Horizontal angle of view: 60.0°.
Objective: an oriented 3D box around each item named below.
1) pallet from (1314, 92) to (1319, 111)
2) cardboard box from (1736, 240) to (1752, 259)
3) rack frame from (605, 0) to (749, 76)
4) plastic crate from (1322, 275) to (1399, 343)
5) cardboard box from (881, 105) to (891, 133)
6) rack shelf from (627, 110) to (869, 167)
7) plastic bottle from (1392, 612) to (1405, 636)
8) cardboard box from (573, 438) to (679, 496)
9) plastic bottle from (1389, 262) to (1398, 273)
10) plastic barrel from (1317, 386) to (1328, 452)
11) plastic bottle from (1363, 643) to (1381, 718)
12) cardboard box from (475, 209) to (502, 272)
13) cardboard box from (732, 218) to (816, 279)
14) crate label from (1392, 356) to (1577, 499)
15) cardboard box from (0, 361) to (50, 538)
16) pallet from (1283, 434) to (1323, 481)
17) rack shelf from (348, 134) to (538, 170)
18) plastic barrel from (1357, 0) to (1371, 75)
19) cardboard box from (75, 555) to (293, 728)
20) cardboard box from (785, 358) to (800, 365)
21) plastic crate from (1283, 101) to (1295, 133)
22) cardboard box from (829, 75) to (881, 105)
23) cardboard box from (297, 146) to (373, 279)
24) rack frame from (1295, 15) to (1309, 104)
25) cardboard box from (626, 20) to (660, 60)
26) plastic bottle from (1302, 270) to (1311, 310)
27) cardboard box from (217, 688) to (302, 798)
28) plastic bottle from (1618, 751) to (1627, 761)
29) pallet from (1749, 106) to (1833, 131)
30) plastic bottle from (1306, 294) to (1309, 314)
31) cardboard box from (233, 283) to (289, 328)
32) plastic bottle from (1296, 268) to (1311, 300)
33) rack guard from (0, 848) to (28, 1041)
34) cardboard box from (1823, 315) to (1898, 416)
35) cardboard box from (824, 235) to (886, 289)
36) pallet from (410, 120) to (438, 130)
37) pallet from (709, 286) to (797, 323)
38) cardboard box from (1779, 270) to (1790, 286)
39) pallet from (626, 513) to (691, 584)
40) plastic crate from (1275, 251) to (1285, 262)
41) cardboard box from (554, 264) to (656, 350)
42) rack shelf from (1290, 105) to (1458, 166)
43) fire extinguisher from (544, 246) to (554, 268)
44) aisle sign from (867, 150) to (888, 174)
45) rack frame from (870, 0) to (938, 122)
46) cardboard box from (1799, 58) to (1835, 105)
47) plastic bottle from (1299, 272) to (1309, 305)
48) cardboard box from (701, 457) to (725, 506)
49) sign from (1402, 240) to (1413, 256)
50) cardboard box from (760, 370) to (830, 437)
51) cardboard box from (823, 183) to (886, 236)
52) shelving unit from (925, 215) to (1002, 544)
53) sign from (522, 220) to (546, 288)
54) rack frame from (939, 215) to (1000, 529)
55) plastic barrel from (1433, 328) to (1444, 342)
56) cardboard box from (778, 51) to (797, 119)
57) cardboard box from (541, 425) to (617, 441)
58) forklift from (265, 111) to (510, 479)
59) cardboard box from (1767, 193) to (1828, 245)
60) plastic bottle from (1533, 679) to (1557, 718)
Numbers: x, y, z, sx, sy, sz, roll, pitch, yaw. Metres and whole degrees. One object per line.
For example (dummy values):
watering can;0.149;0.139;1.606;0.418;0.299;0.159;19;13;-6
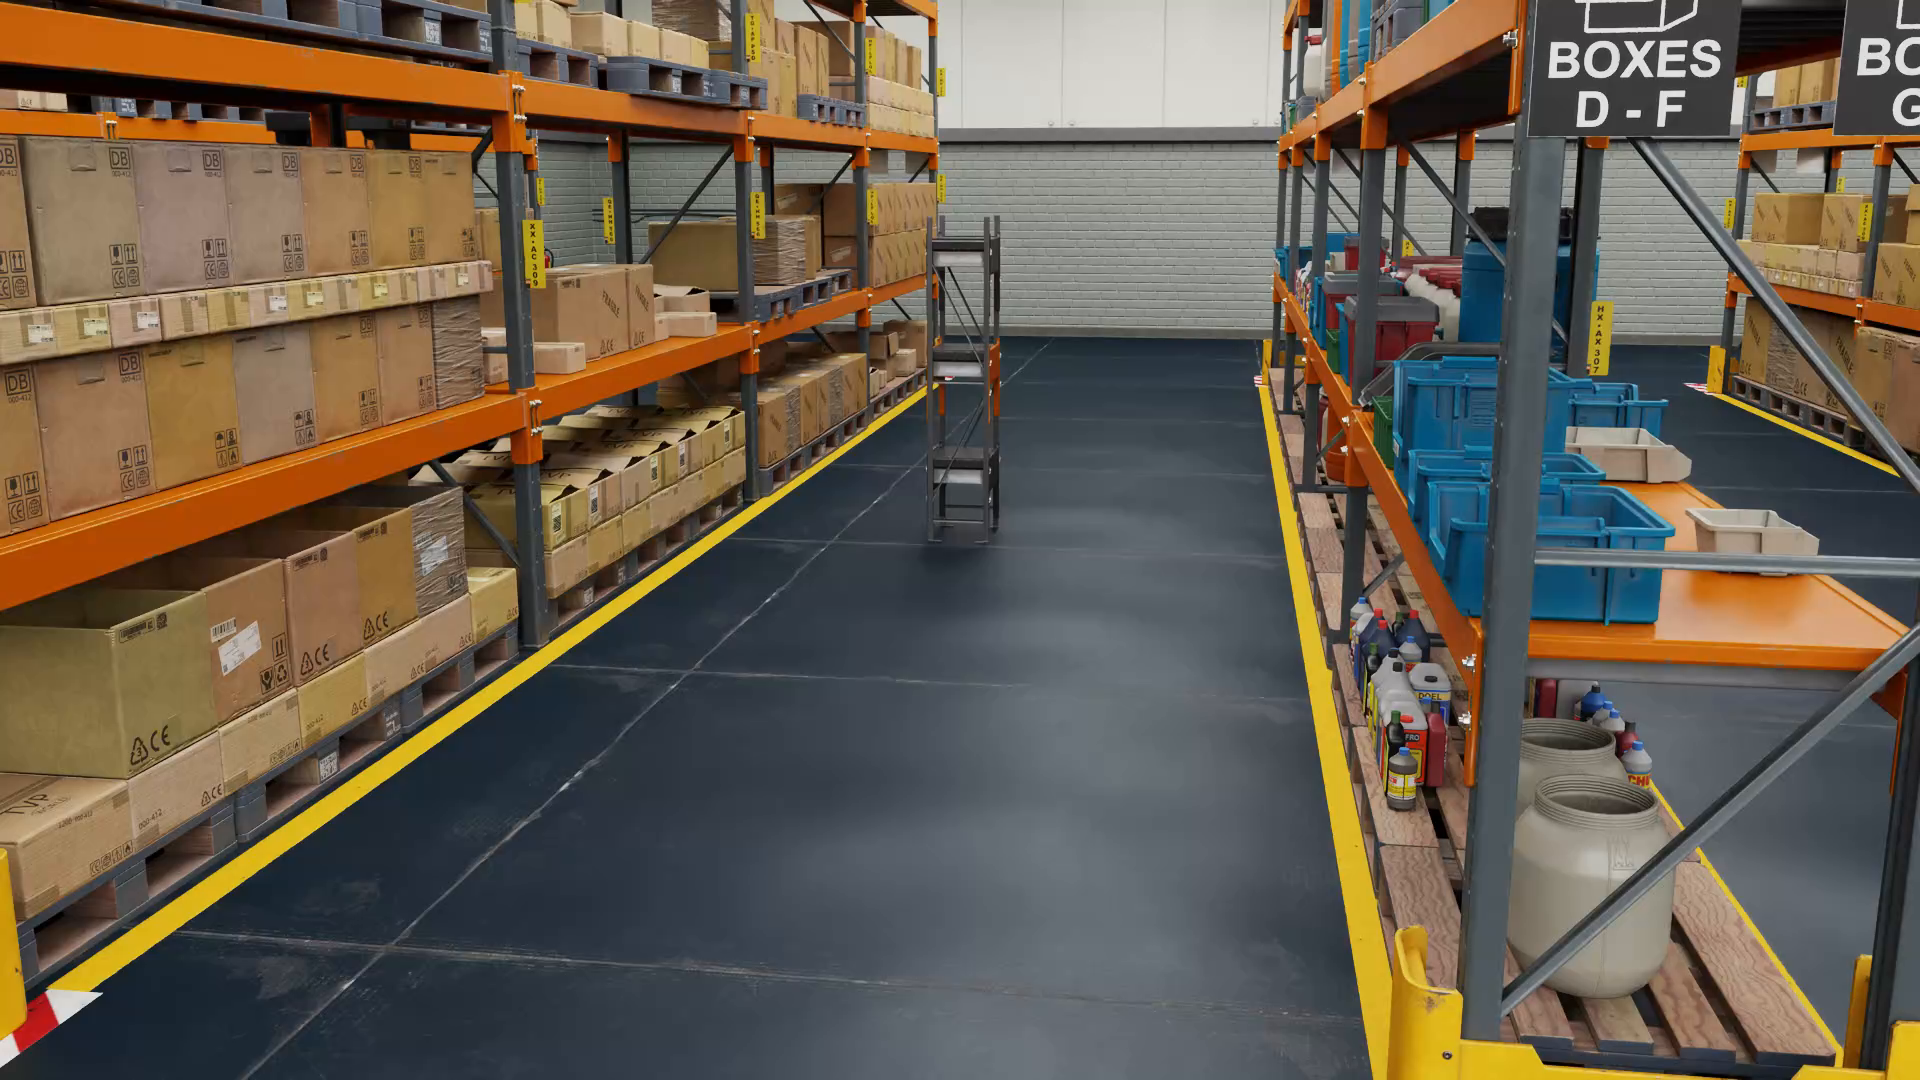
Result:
pallet;3.320;-3.414;13.044;1.003;0.211;1.213;2;12;9
cardboard box;8.684;-3.096;17.888;0.500;0.250;0.500;2;12;7
rack frame;-1.994;-4.704;11.460;1.000;3.000;0.127;2;12;9
plastic crate;2.349;-1.315;9.822;0.402;0.464;0.583;2;12;9
cardboard box;-0.979;-4.194;16.571;0.500;0.250;0.500;2;12;9
rack shelf;-1.686;-3.302;13.784;1.077;0.370;4.000;2;12;9
plastic bottle;1.885;0.459;7.146;0.061;0.283;0.133;2;12;9
cardboard box;-2.064;-0.472;10.262;0.500;0.311;0.500;2;12;10
plastic bottle;3.669;-2.178;14.097;0.144;0.351;0.185;2;12;9
plastic barrel;3.132;-0.974;13.120;0.600;0.588;0.708;2;12;9
plastic bottle;1.655;0.562;6.667;0.061;0.283;0.133;2;12;11
cardboard box;-5.828;-3.485;19.331;0.980;0.700;0.700;2;12;8
cardboard box;-1.590;-2.488;14.185;0.700;0.500;0.500;-1;12;-6
crate label;1.685;-0.354;5.431;0.502;0.435;0.616;2;12;9
cardboard box;-3.140;-0.252;4.803;0.700;0.500;0.500;2;12;9
pallet;3.170;-0.666;13.580;1.003;0.211;1.213;2;12;9
rack shelf;-5.967;-4.295;18.389;1.077;0.370;4.000;2;12;9
plastic barrel;2.148;-2.602;7.635;0.600;0.901;0.708;2;12;9
cardboard box;-2.783;0.353;5.984;0.500;0.500;0.500;2;12;9
cardboard box;-1.765;-1.393;15.225;0.500;0.500;0.500;2;12;9
plastic crate;3.624;-4.402;17.327;0.504;0.338;0.767;2;12;9
cardboard box;-1.059;-4.334;16.035;0.500;0.250;0.500;2;12;9
cardboard box;-2.825;-1.320;6.680;0.700;0.500;0.500;2;12;9
rack frame;3.515;-5.375;14.576;1.000;3.000;0.127;2;12;9
cardboard box;-2.170;-3.045;10.241;0.500;0.250;0.500;2;12;8
plastic bottle;2.831;-2.020;13.363;0.144;0.351;0.185;2;12;9
cardboard box;-2.771;0.720;6.061;0.500;0.250;0.500;2;12;9
plastic bottle;2.272;0.819;5.669;0.097;0.201;0.097;0;12;0
pallet;8.921;-4.383;17.302;1.003;0.211;1.213;2;12;9
plastic bottle;2.717;-1.824;12.809;0.097;0.201;0.097;0;12;0
cardboard box;-2.714;-0.867;6.117;0.380;0.149;0.250;2;12;9
plastic bottle;3.011;-2.222;14.477;0.152;0.276;0.135;2;12;9
rack guard;-3.228;1.121;4.605;1.175;0.500;0.348;2;12;9
cardboard box;8.590;-1.584;15.268;0.875;0.875;0.875;2;12;9
cardboard box;-1.031;-2.750;16.397;0.500;0.500;0.500;2;12;10
pallet;-6.138;-4.357;17.179;1.003;0.211;1.213;2;12;9
pallet;-1.959;-1.821;12.778;1.213;0.211;1.003;2;12;9
cardboard box;8.408;-2.609;16.574;0.380;0.149;0.250;2;12;7
pallet;-2.349;0.015;10.422;1.003;0.211;1.213;2;12;9
plastic crate;3.666;-3.045;18.258;0.416;0.233;0.300;2;12;9
cardboard box;-2.236;-1.470;10.458;0.500;0.500;0.500;1;12;6
rack shelf;3.207;-3.141;13.036;1.077;0.370;4.000;2;12;9
fire extinguisher;-5.180;-3.393;20.685;0.296;0.674;0.183;2;12;9
aisle sign;-1.043;-4.731;19.656;0.394;0.787;0.004;2;12;9
rack frame;-0.764;-6.369;19.188;1.000;3.000;0.127;2;12;9
cardboard box;8.760;-4.552;16.403;0.700;0.500;0.500;1;12;5
plastic bottle;2.925;-2.105;13.936;0.152;0.276;0.135;2;12;9
cardboard box;-1.910;-0.408;11.294;0.500;0.250;0.500;2;12;8
sign;4.058;-2.560;15.094;0.100;0.325;0.005;2;12;9
cardboard box;-1.409;-1.172;14.201;0.500;0.500;0.500;1;12;7
cardboard box;-1.028;-3.231;16.253;0.500;0.500;0.500;2;12;10
shelving unit;0.025;-1.061;10.932;0.431;2.100;0.503;2;12;9
sign;-2.061;-1.383;8.047;0.100;0.325;0.005;2;12;9
rack frame;0.063;-1.112;11.168;0.400;2.100;0.015;2;12;9
plastic barrel;2.640;-0.980;8.750;0.301;0.262;0.301;0;12;0
cardboard box;-1.802;-3.593;13.187;0.910;0.500;0.500;2;12;9
cardboard box;-2.518;-0.591;10.816;0.500;0.311;0.500;2;12;7
forklift;-4.269;-1.826;12.507;1.130;2.935;3.031;2;12;10
cardboard box;8.533;-3.250;16.825;0.500;0.500;0.500;2;12;7
plastic bottle;2.257;0.616;6.416;0.061;0.283;0.133;2;12;9
